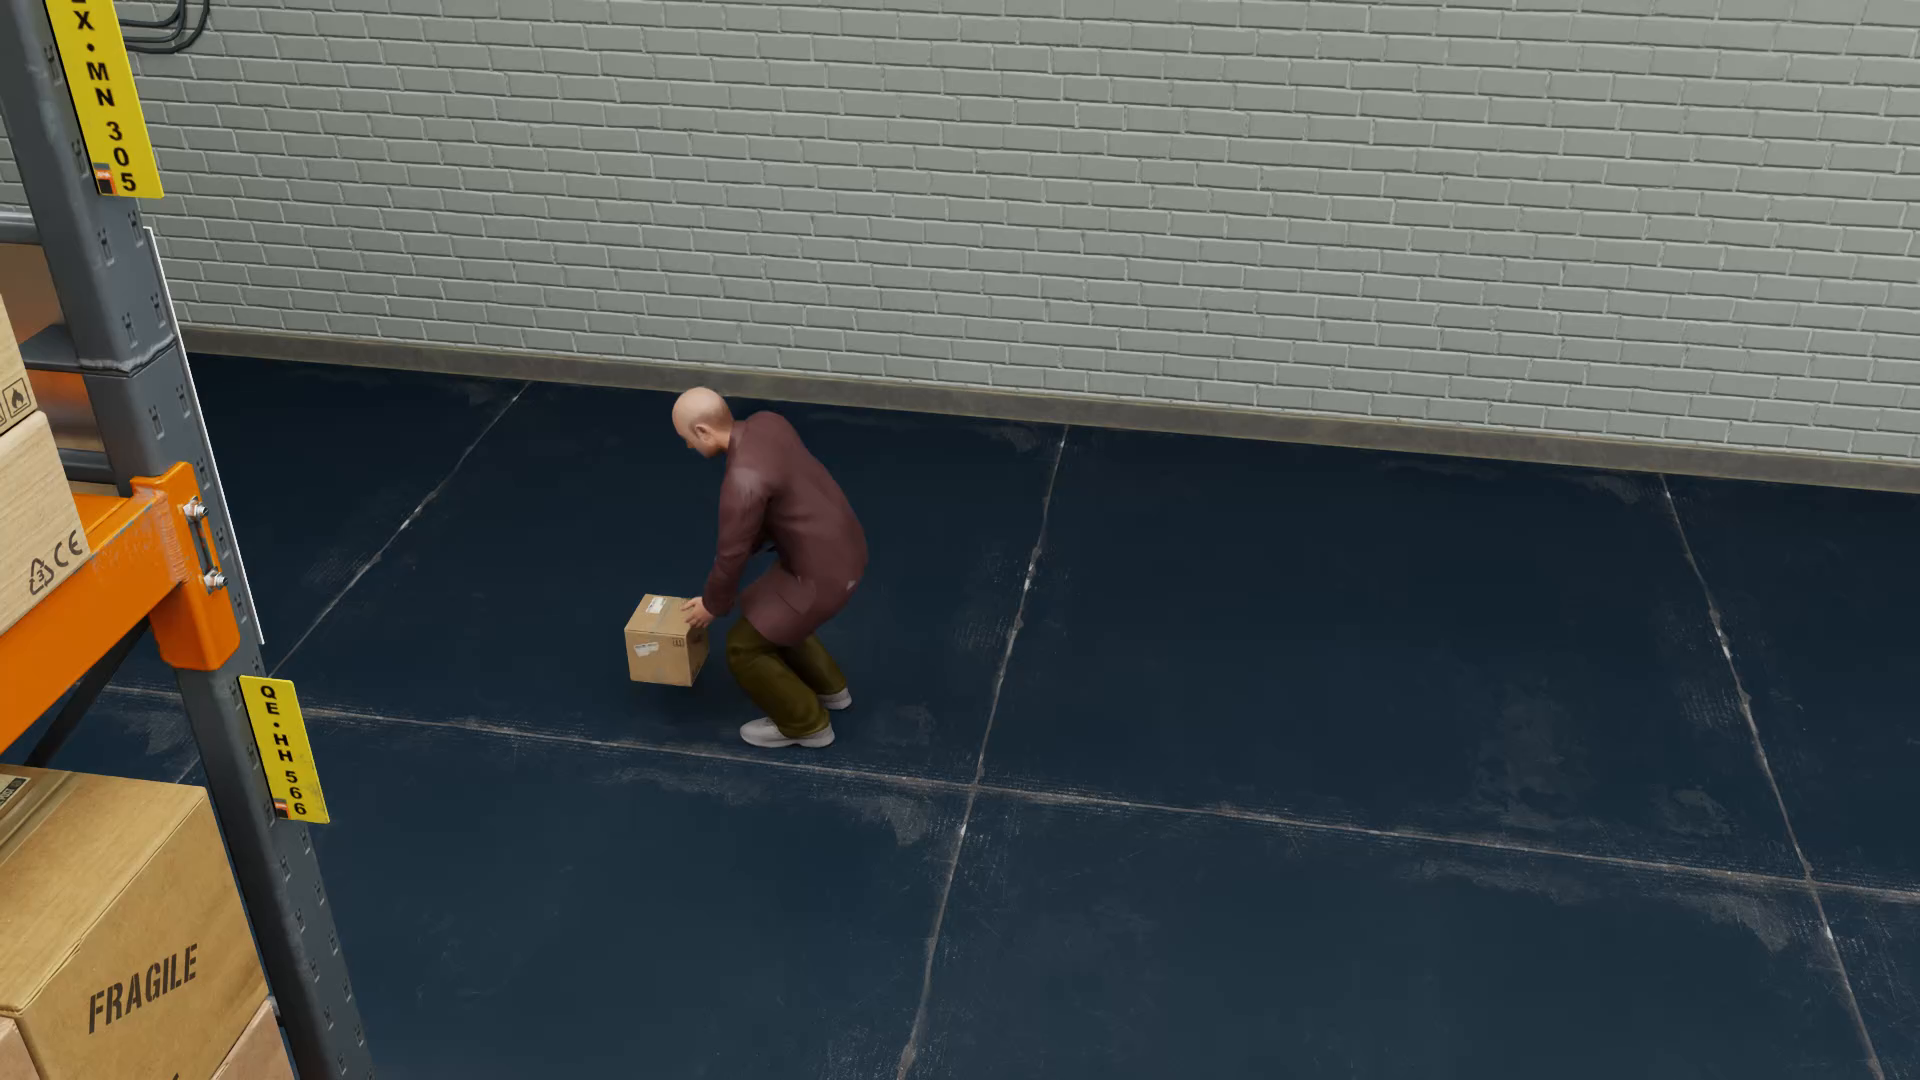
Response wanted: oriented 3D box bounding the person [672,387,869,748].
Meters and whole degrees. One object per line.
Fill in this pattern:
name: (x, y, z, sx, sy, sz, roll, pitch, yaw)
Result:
person: (-0.692, 0.108, 6.261, 0.680, 1.483, 0.622, 5, 32, 8)
